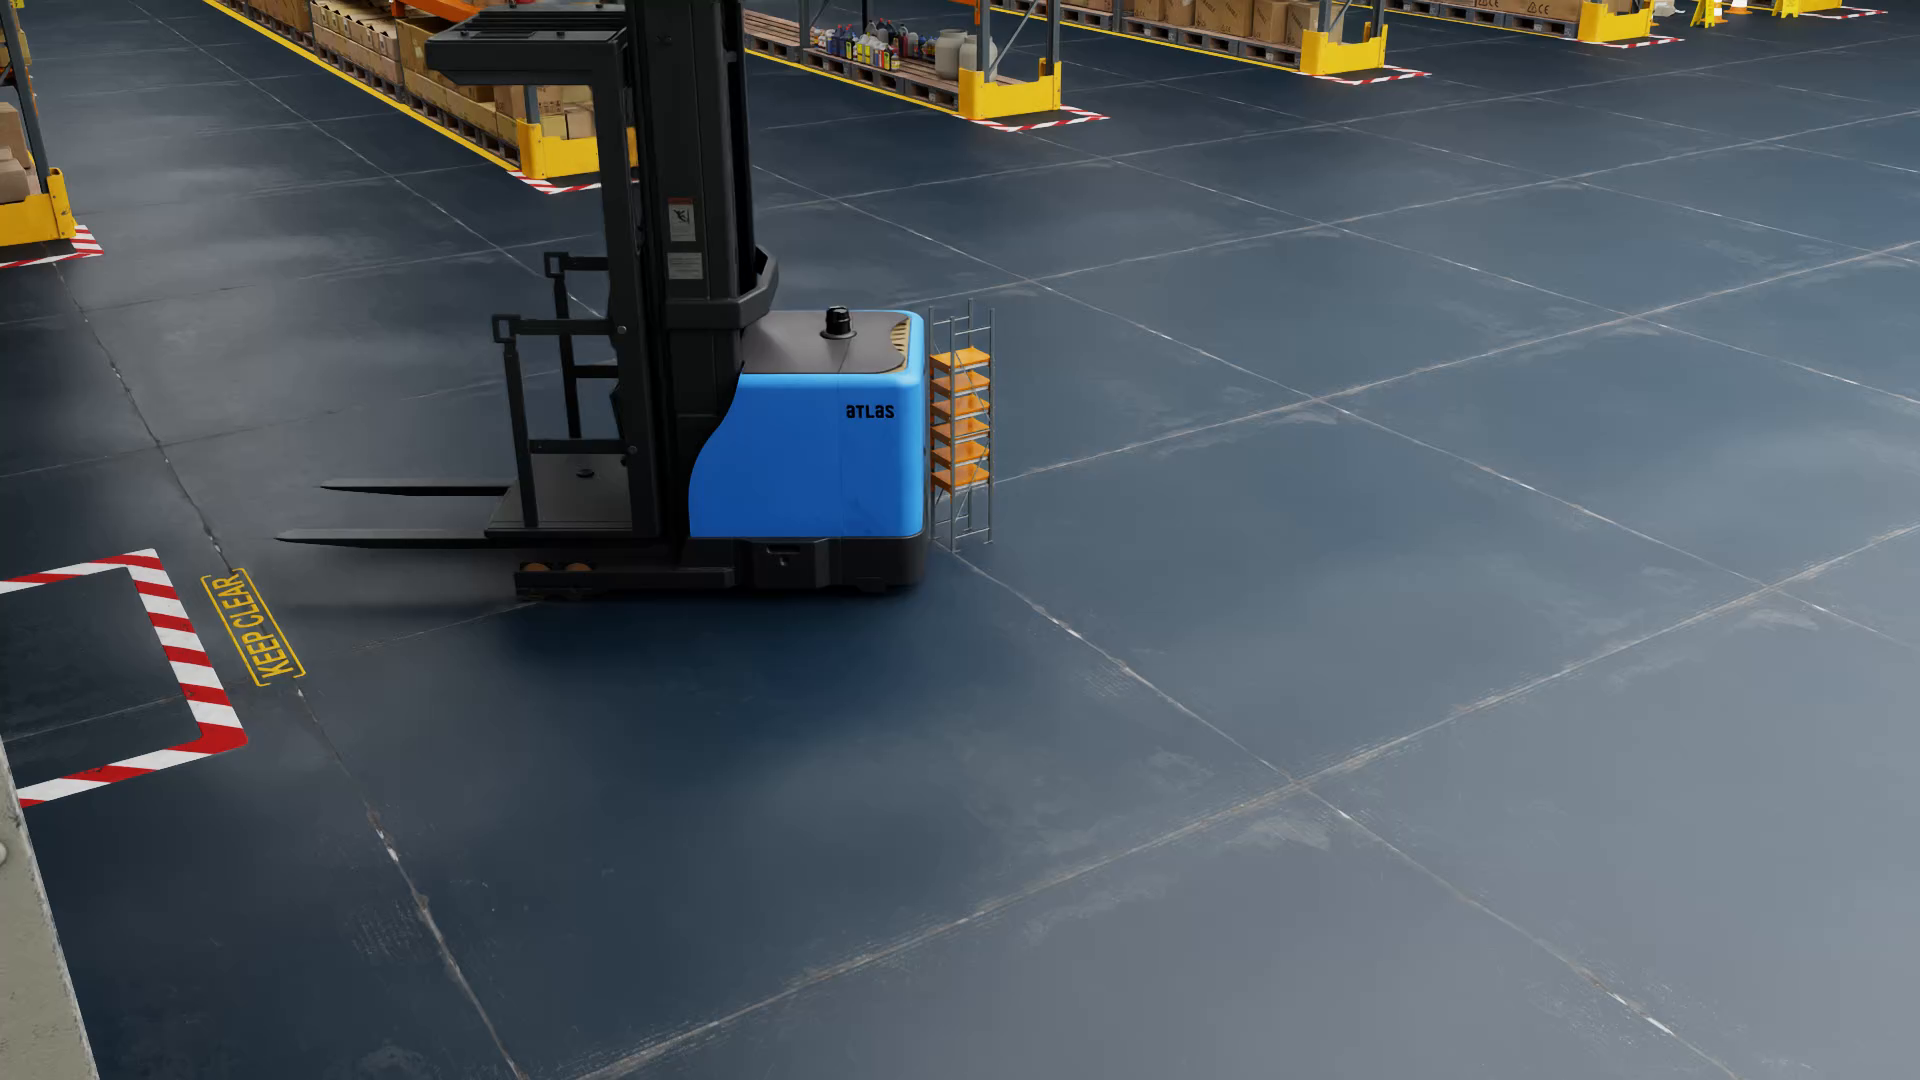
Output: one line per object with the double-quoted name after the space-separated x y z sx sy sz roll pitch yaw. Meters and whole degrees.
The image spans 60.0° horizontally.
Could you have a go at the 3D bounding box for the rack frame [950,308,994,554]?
0.058 -0.505 7.914 0.240 1.200 0.006 -16 29 -30 "rack frame"

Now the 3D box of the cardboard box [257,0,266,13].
-9.717 -7.803 23.678 0.500 0.500 0.500 -15 29 -29 "cardboard box"

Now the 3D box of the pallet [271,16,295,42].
-8.932 -7.172 23.196 1.003 0.211 1.213 -16 29 -30 "pallet"

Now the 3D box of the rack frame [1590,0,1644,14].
8.986 -8.287 22.291 1.000 3.000 0.127 -16 29 -30 "rack frame"

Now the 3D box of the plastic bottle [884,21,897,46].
-0.860 -6.213 20.485 0.144 0.351 0.185 -17 30 -32 "plastic bottle"

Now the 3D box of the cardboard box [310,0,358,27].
-7.854 -6.666 20.929 0.500 0.311 0.500 -14 29 -28 "cardboard box"

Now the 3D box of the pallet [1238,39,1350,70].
4.320 -6.232 21.205 1.003 0.211 1.213 -16 29 -30 "pallet"

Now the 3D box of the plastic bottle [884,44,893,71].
-0.824 -5.576 19.215 0.061 0.283 0.133 -15 29 -28 "plastic bottle"

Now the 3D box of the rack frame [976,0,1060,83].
0.625 -6.013 17.474 1.000 3.000 0.127 -16 29 -30 "rack frame"

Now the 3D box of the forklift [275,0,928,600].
-1.678 -1.274 7.516 3.031 2.935 1.130 0 25 0 "forklift"

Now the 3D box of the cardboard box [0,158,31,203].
-7.978 -2.956 13.632 0.500 0.311 0.500 -19 32 -35 "cardboard box"

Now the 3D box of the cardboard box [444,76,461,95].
-4.899 -4.802 16.758 0.500 0.500 0.500 -16 29 -30 "cardboard box"

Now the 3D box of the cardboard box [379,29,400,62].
-6.172 -5.569 18.605 0.500 0.311 0.500 -16 29 -30 "cardboard box"

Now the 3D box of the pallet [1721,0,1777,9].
12.623 -8.542 26.097 1.003 0.211 1.213 -16 29 -30 "pallet"

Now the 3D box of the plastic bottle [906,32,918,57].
-0.599 -6.005 20.131 0.152 0.276 0.135 -15 29 -29 "plastic bottle"

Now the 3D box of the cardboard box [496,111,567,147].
-4.067 -3.930 15.789 0.500 0.250 0.500 -16 29 -30 "cardboard box"

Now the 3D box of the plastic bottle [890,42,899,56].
-0.770 -5.660 19.392 0.061 0.283 0.133 -16 29 -30 "plastic bottle"

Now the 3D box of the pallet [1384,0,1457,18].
7.152 -8.167 25.302 1.003 0.211 1.213 -16 29 -30 "pallet"

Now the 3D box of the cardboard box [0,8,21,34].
-7.684 -4.226 12.961 0.500 0.500 0.500 -15 29 -30 "cardboard box"

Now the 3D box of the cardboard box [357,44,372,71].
-6.734 -5.682 19.502 0.500 0.250 0.500 -15 29 -28 "cardboard box"

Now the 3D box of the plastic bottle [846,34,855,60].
-1.307 -5.893 19.885 0.061 0.283 0.133 -14 29 -27 "plastic bottle"

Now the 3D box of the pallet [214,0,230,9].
-11.122 -8.574 26.165 1.003 0.211 1.213 -16 29 -30 "pallet"

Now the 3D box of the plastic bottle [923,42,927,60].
-0.399 -5.862 19.916 0.097 0.201 0.097 0 25 0 "plastic bottle"

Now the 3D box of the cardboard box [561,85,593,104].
-3.908 -4.568 16.263 0.500 0.500 0.500 -16 29 -30 "cardboard box"

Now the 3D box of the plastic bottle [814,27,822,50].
-1.752 -6.193 20.535 0.097 0.271 0.097 0 25 0 "plastic bottle"

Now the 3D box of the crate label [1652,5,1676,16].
10.537 -7.922 24.871 0.298 0.136 0.250 12 28 24 "crate label"

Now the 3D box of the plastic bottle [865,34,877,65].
-1.029 -5.773 19.554 0.144 0.351 0.185 -14 29 -27 "plastic bottle"

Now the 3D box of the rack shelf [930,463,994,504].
0.009 -0.280 8.104 0.258 0.103 0.180 -16 29 -30 "rack shelf"

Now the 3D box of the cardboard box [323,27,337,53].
-7.579 -6.233 20.668 0.500 0.250 0.500 -16 30 -31 "cardboard box"

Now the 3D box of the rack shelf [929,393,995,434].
0.008 -0.606 7.951 0.258 0.103 0.180 -16 29 -30 "rack shelf"

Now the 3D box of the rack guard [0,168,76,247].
-7.717 -2.601 13.174 1.175 0.500 0.348 -16 29 -30 "rack guard"

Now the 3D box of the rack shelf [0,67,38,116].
-8.767 -4.094 14.252 1.077 0.370 4.000 -16 29 -30 "rack shelf"

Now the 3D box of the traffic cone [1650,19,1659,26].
9.886 -7.661 23.936 0.336 0.463 0.334 -16 29 -30 "traffic cone"

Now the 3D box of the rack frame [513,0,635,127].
-3.527 -4.860 15.032 1.000 3.000 0.127 -16 29 -30 "rack frame"

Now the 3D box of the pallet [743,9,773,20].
-3.351 -7.327 23.524 1.003 0.211 1.213 -16 29 -30 "pallet"

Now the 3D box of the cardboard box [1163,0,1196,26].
3.095 -7.302 22.641 0.500 0.500 0.500 -6 26 -13 "cardboard box"

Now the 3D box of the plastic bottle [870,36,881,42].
-1.020 -5.850 19.803 0.152 0.276 0.135 -16 29 -30 "plastic bottle"

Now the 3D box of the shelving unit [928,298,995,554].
0.008 -0.537 7.983 0.258 1.200 0.189 -16 29 -30 "shelving unit"

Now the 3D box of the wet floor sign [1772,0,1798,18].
12.285 -8.095 24.642 0.267 0.644 0.232 -6 26 -12 "wet floor sign"

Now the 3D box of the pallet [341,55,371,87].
-6.815 -5.721 20.122 1.003 0.211 1.213 -16 29 -30 "pallet"

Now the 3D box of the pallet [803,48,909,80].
-1.227 -5.933 20.570 1.003 0.211 1.213 -16 29 -30 "pallet"

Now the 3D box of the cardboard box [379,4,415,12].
-6.839 -6.426 20.421 0.500 0.311 0.500 -16 30 -30 "cardboard box"

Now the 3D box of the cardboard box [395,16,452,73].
-5.720 -5.338 17.894 0.500 0.500 0.500 -16 29 -30 "cardboard box"

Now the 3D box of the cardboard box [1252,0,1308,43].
4.093 -6.660 21.280 0.500 0.500 0.500 -8 26 -16 "cardboard box"

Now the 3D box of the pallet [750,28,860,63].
-2.019 -6.455 21.676 1.003 0.211 1.213 -16 29 -30 "pallet"

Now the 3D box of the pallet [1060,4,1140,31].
2.165 -7.615 24.134 1.003 0.211 1.213 -16 29 -30 "pallet"

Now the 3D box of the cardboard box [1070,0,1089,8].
2.030 -8.066 24.236 0.700 0.500 0.500 -16 29 -30 "cardboard box"

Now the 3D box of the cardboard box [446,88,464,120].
-4.896 -4.463 16.920 0.500 0.250 0.500 -16 29 -30 "cardboard box"

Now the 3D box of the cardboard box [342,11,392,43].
-7.003 -6.113 19.758 0.500 0.311 0.500 -16 30 -30 "cardboard box"

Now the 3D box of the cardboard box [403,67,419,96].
-5.711 -5.001 18.059 0.500 0.250 0.500 -16 29 -30 "cardboard box"

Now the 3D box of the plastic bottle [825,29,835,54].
-1.552 -6.086 20.303 0.152 0.276 0.135 -14 29 -28 "plastic bottle"

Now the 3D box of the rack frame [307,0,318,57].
-7.894 -7.722 21.093 1.000 3.000 0.127 -16 29 -30 "rack frame"

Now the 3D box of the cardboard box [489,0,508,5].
-4.062 -5.262 15.766 0.700 0.500 0.500 -15 29 -28 "cardboard box"

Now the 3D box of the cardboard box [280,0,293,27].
-8.884 -7.255 22.518 0.500 0.500 0.500 -17 30 -31 "cardboard box"

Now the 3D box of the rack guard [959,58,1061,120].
0.544 -4.899 18.042 1.175 0.500 0.348 -16 29 -30 "rack guard"

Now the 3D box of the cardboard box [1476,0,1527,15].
8.078 -8.058 23.802 0.875 0.875 0.875 -16 30 -30 "cardboard box"

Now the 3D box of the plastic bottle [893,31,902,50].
-0.756 -6.034 20.185 0.061 0.283 0.133 -16 29 -30 "plastic bottle"

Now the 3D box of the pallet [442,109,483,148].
-4.641 -4.299 17.109 1.003 0.211 1.213 -16 29 -30 "pallet"

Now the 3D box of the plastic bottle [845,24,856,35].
-1.345 -6.093 20.231 0.144 0.351 0.185 -16 29 -30 "plastic bottle"
